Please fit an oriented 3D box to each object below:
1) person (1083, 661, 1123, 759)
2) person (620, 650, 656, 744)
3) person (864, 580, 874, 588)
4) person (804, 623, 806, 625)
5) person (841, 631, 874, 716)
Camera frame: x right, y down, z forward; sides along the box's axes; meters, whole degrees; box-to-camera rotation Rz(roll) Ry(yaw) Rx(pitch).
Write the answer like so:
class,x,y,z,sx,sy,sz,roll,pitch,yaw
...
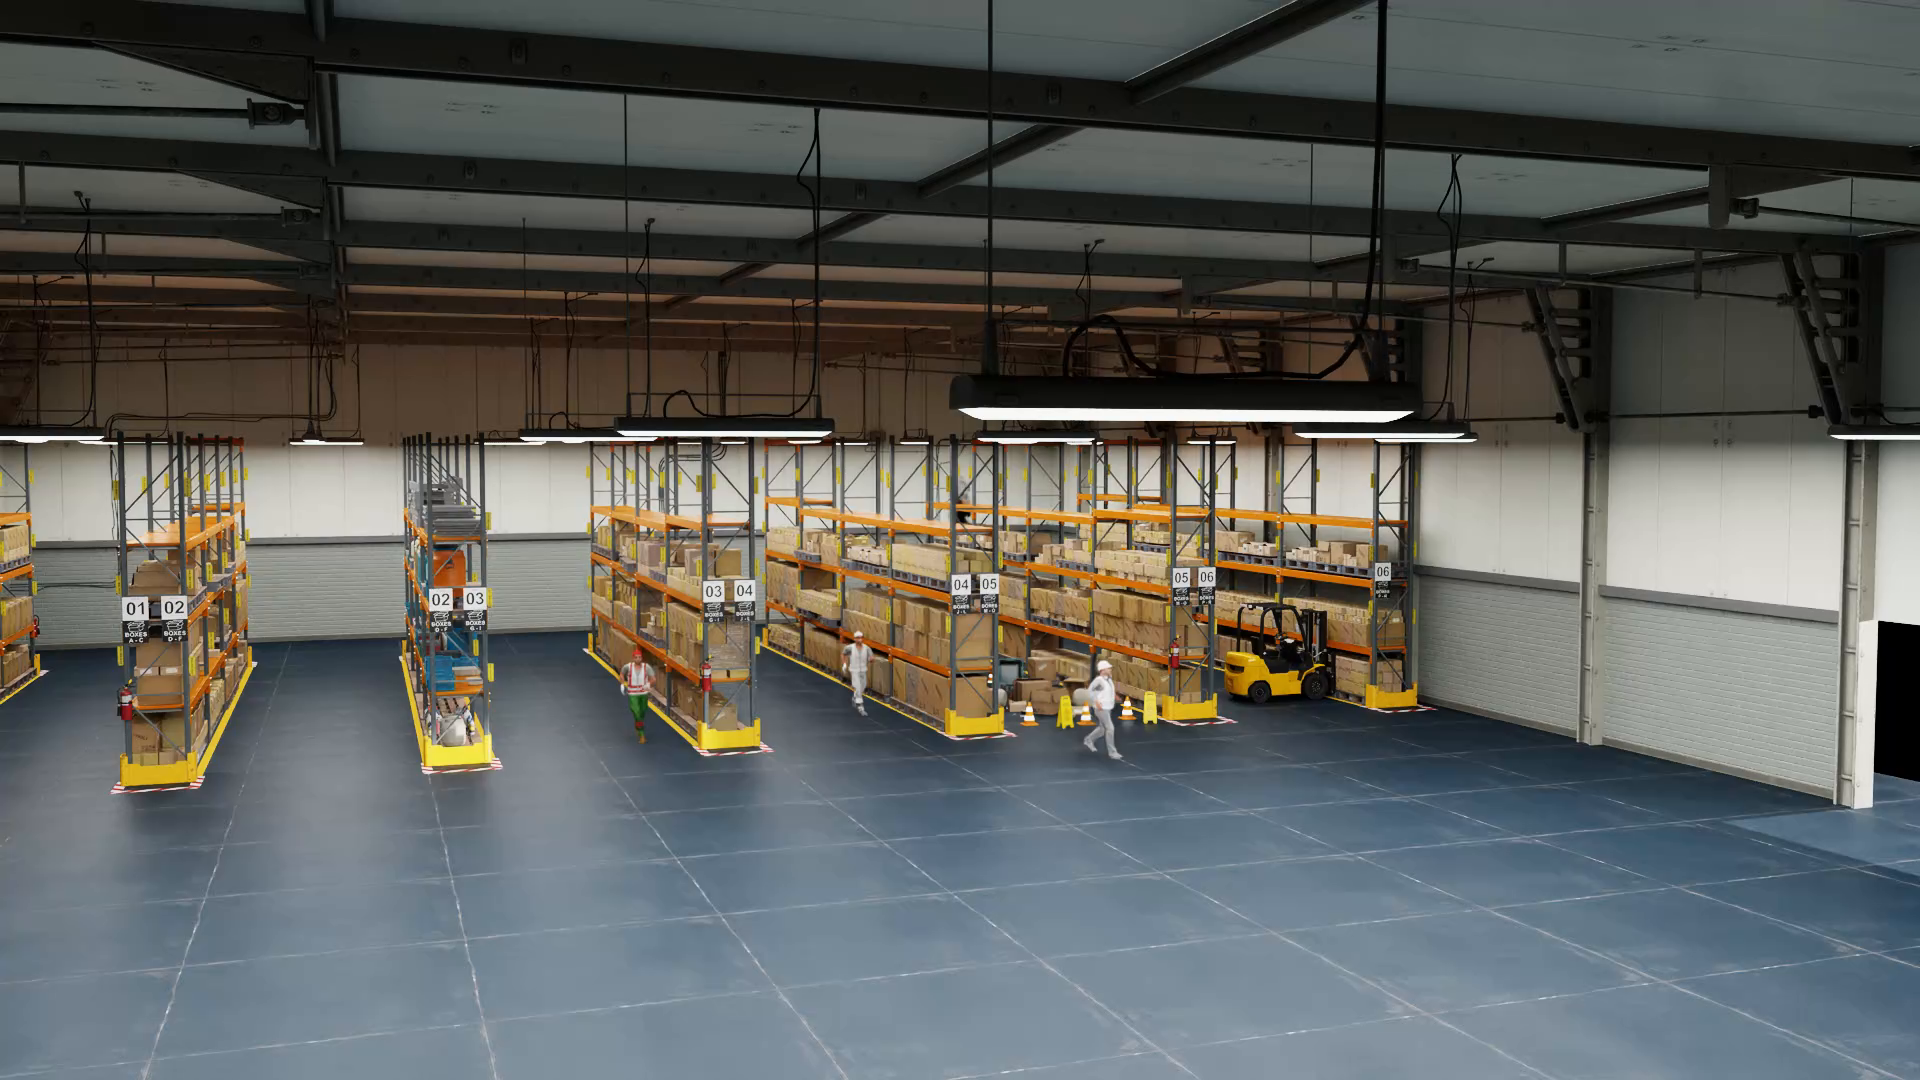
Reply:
class,x,y,z,sx,sy,sz,roll,pitch,yaw
person,2.648,3.125,30.795,0.860,1.788,0.674,2,4,28
person,-6.306,3.024,32.572,0.685,1.773,1.046,-1,3,-17
person,-2.677,2.026,50.735,0.921,1.828,0.717,-1,3,-14
person,-4.751,2.166,50.021,0.532,1.557,0.525,-1,3,-25
person,-2.177,2.827,35.553,0.661,1.770,0.993,-1,3,-24
